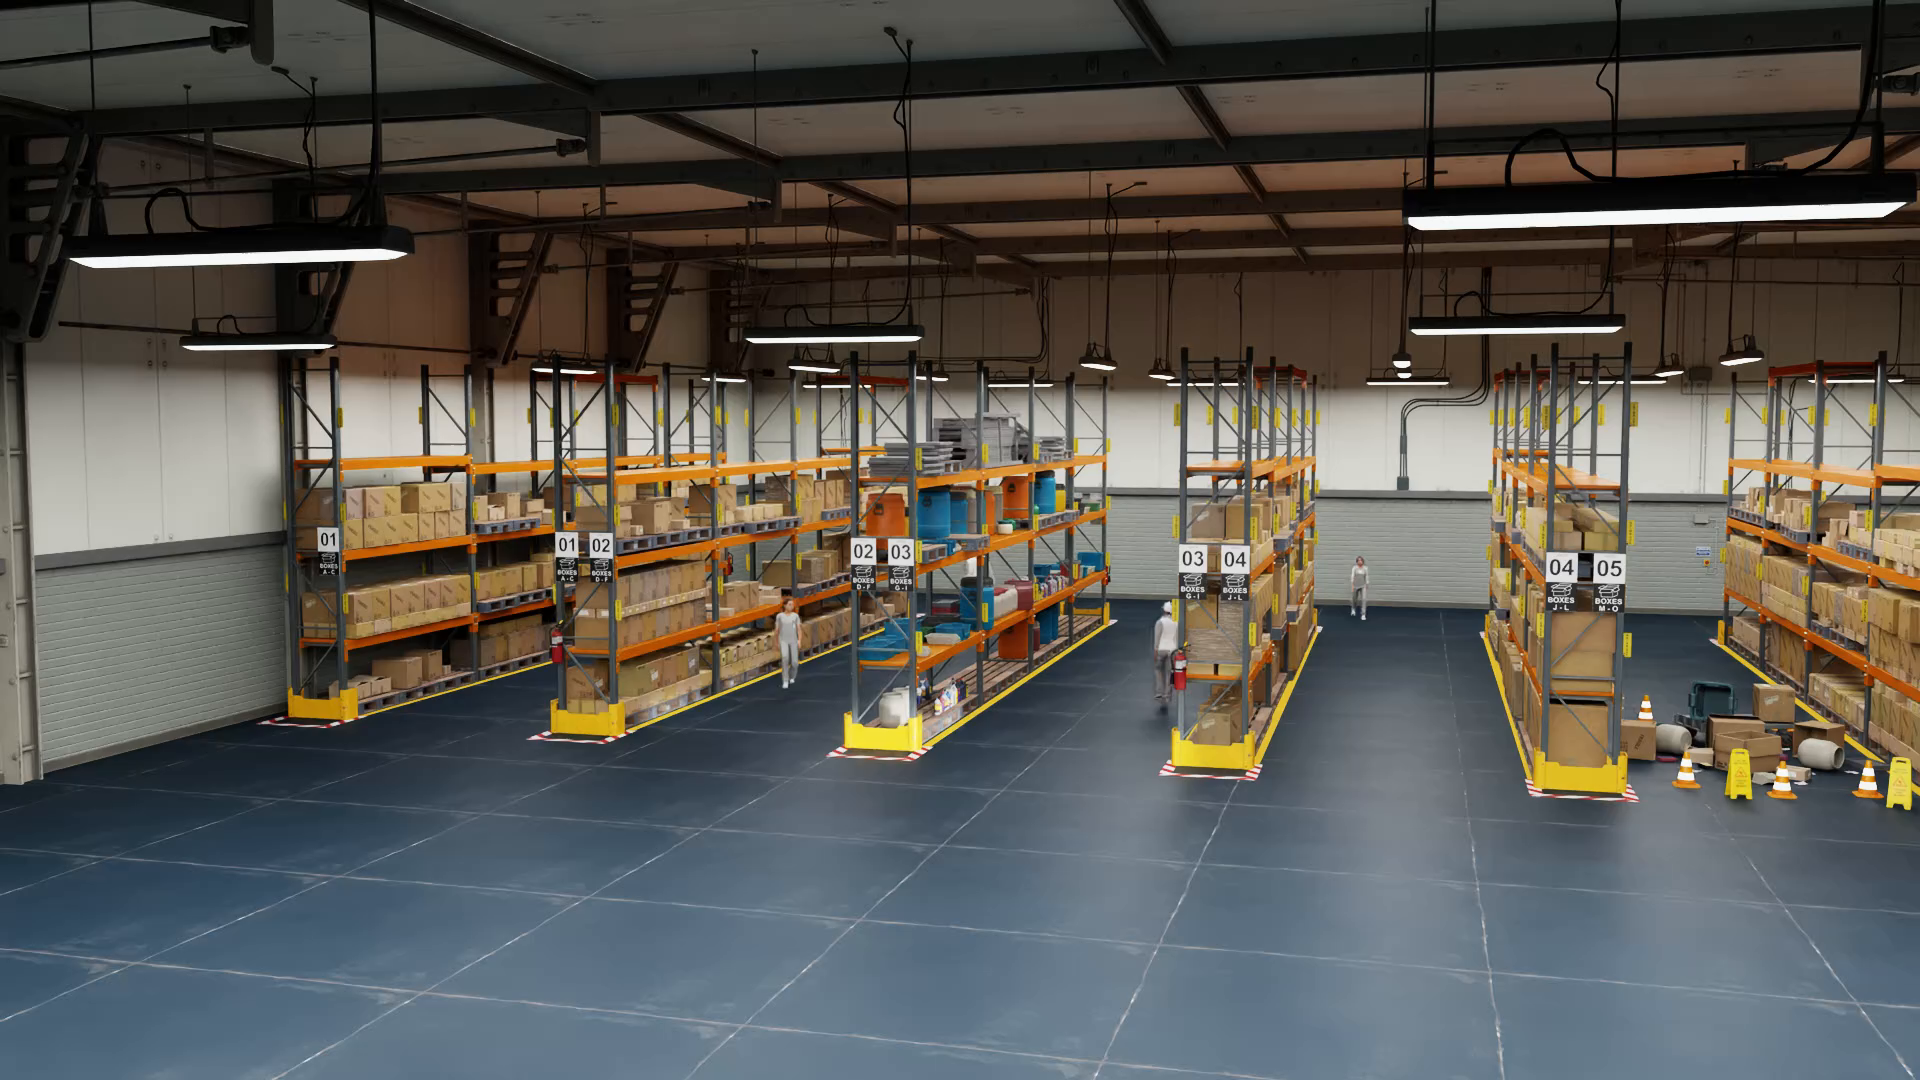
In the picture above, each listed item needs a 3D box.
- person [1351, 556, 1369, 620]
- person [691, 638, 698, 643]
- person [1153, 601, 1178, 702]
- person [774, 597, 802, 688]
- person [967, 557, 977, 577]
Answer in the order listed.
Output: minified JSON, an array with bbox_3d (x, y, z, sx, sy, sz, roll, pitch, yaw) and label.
[{"bbox_3d":[9.943,1.172,41.345,0.443,1.553,0.888,0,4,6],"label":"person"},{"bbox_3d":[-5.800,1.589,35.626,0.528,1.605,0.736,2,5,27],"label":"person"},{"bbox_3d":[3.676,1.975,29.297,0.526,1.784,0.607,0,4,5],"label":"person"},{"bbox_3d":[-3.018,1.808,29.481,0.472,1.545,0.759,-1,4,-17],"label":"person"},{"bbox_3d":[0.393,1.090,41.205,0.533,1.773,0.656,3,5,39],"label":"person"}]
